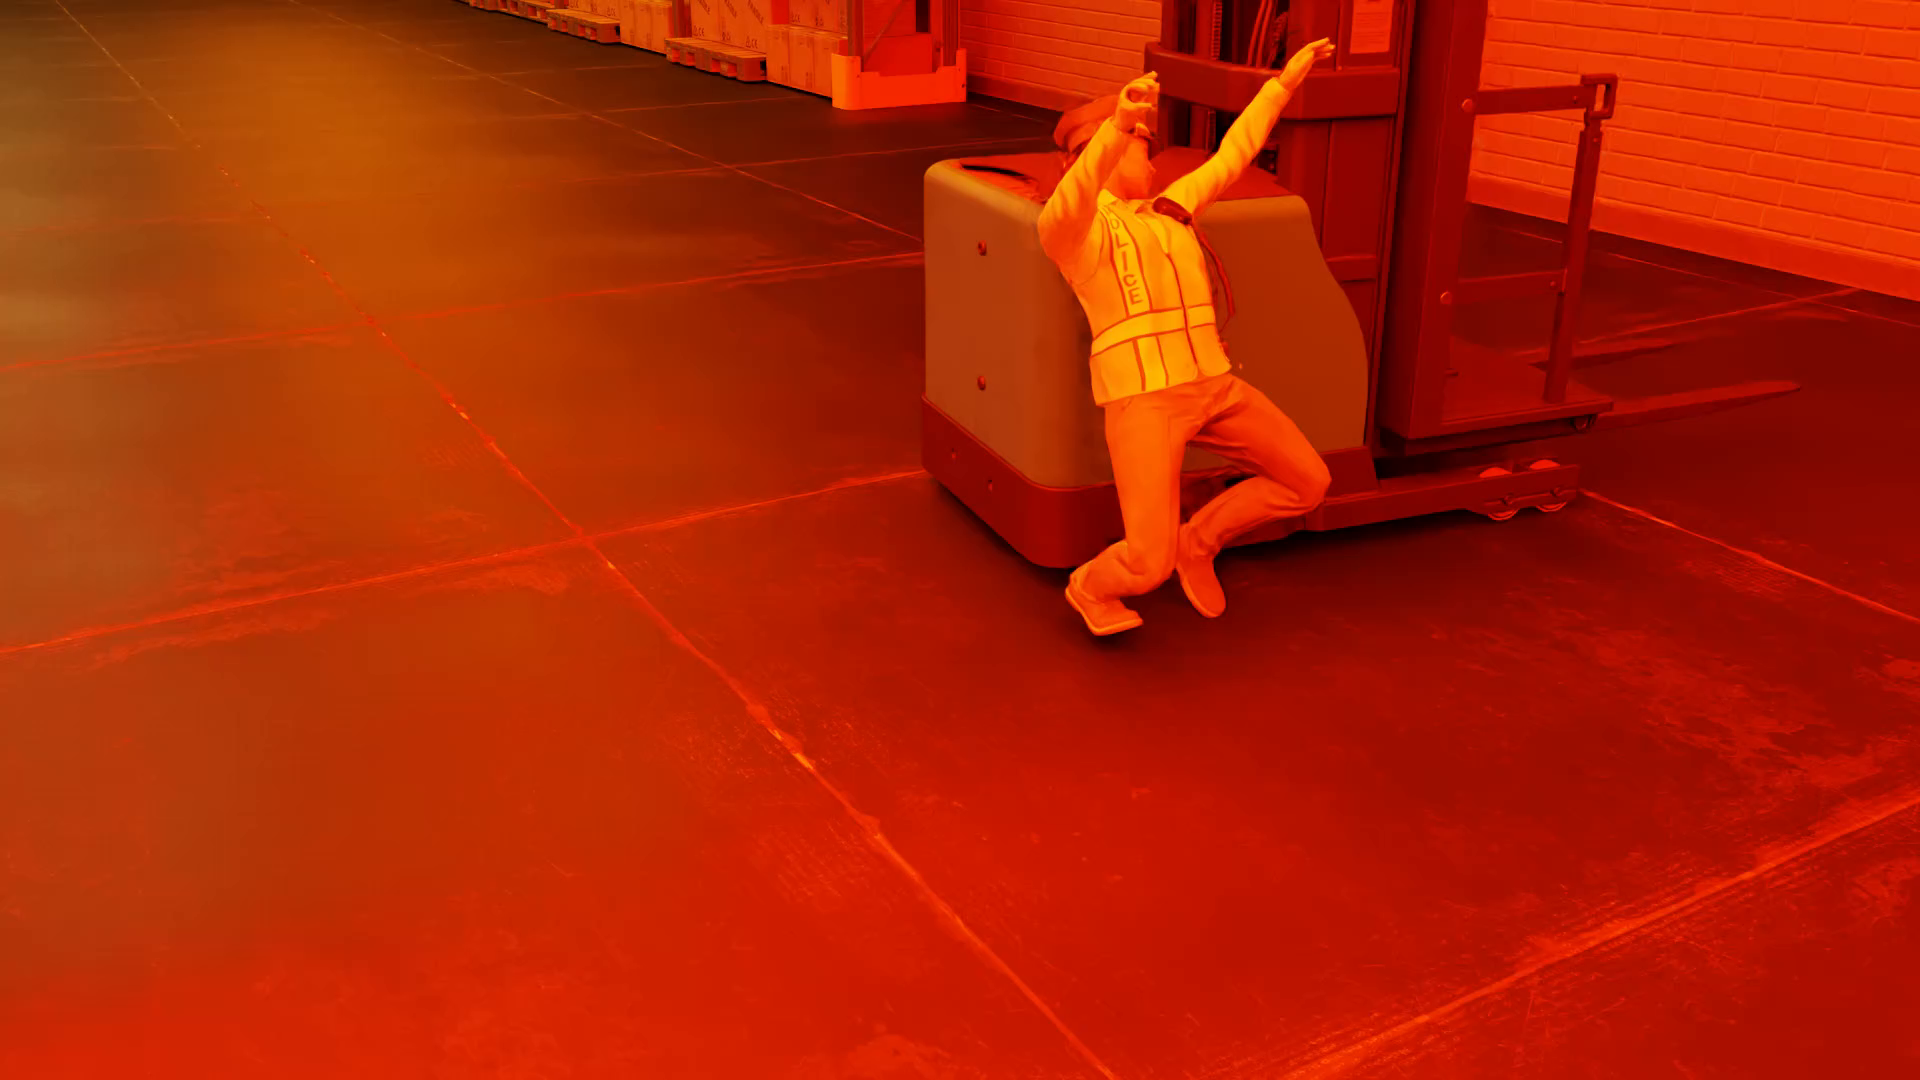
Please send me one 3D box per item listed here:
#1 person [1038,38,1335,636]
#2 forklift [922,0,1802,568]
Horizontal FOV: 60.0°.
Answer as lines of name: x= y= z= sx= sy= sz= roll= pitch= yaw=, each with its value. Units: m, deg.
person: x=0.536 y=-0.482 z=4.297 sx=0.882 sy=1.536 sz=0.759 roll=-17 pitch=28 yaw=-36
forklift: x=1.443 y=-1.594 z=5.158 sx=3.031 sy=2.935 sz=1.130 roll=-9 pitch=24 yaw=-20
